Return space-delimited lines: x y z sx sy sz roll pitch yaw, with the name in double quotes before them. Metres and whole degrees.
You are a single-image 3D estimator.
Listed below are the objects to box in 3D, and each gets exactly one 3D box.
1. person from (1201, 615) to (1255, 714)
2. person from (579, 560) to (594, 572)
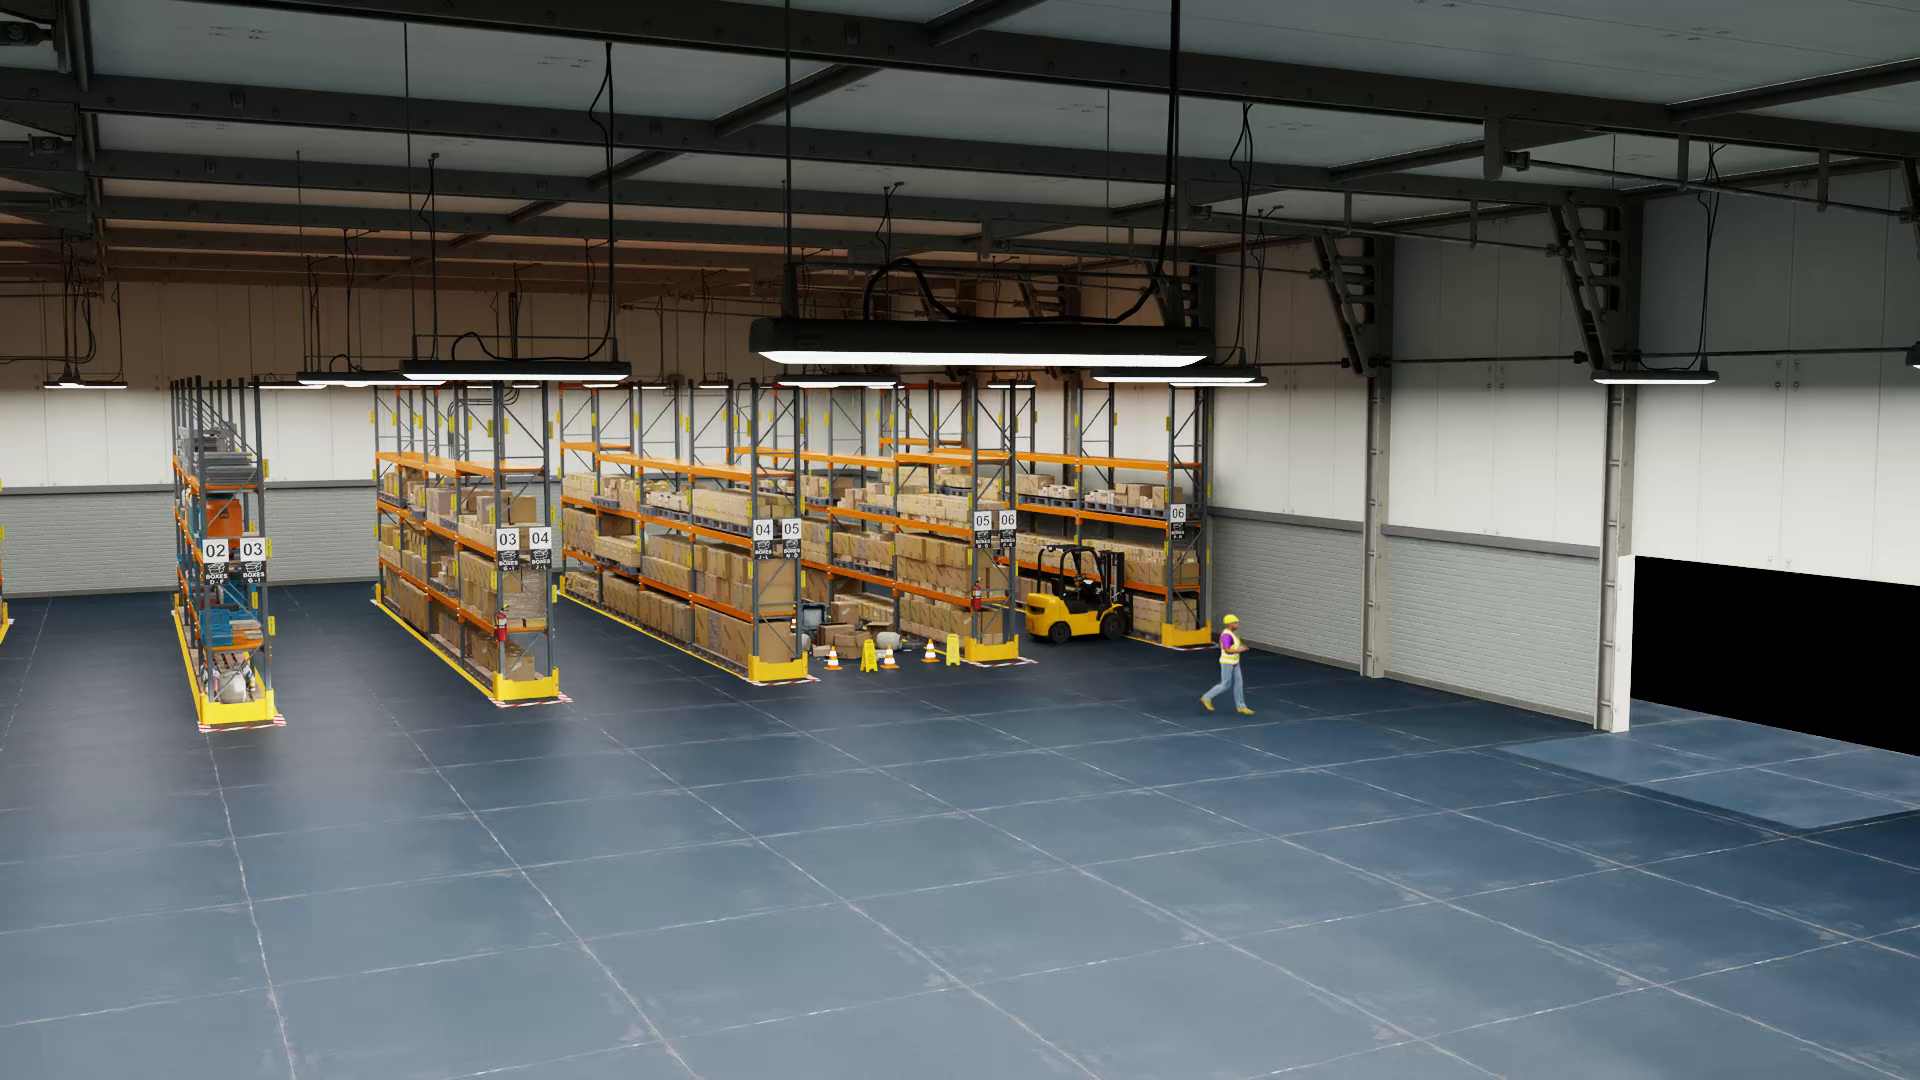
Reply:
"person" 4.758 2.194 29.474 0.949 1.757 0.722 2 5 22
"person" -10.910 0.494 49.026 0.719 1.743 0.884 5 7 42
